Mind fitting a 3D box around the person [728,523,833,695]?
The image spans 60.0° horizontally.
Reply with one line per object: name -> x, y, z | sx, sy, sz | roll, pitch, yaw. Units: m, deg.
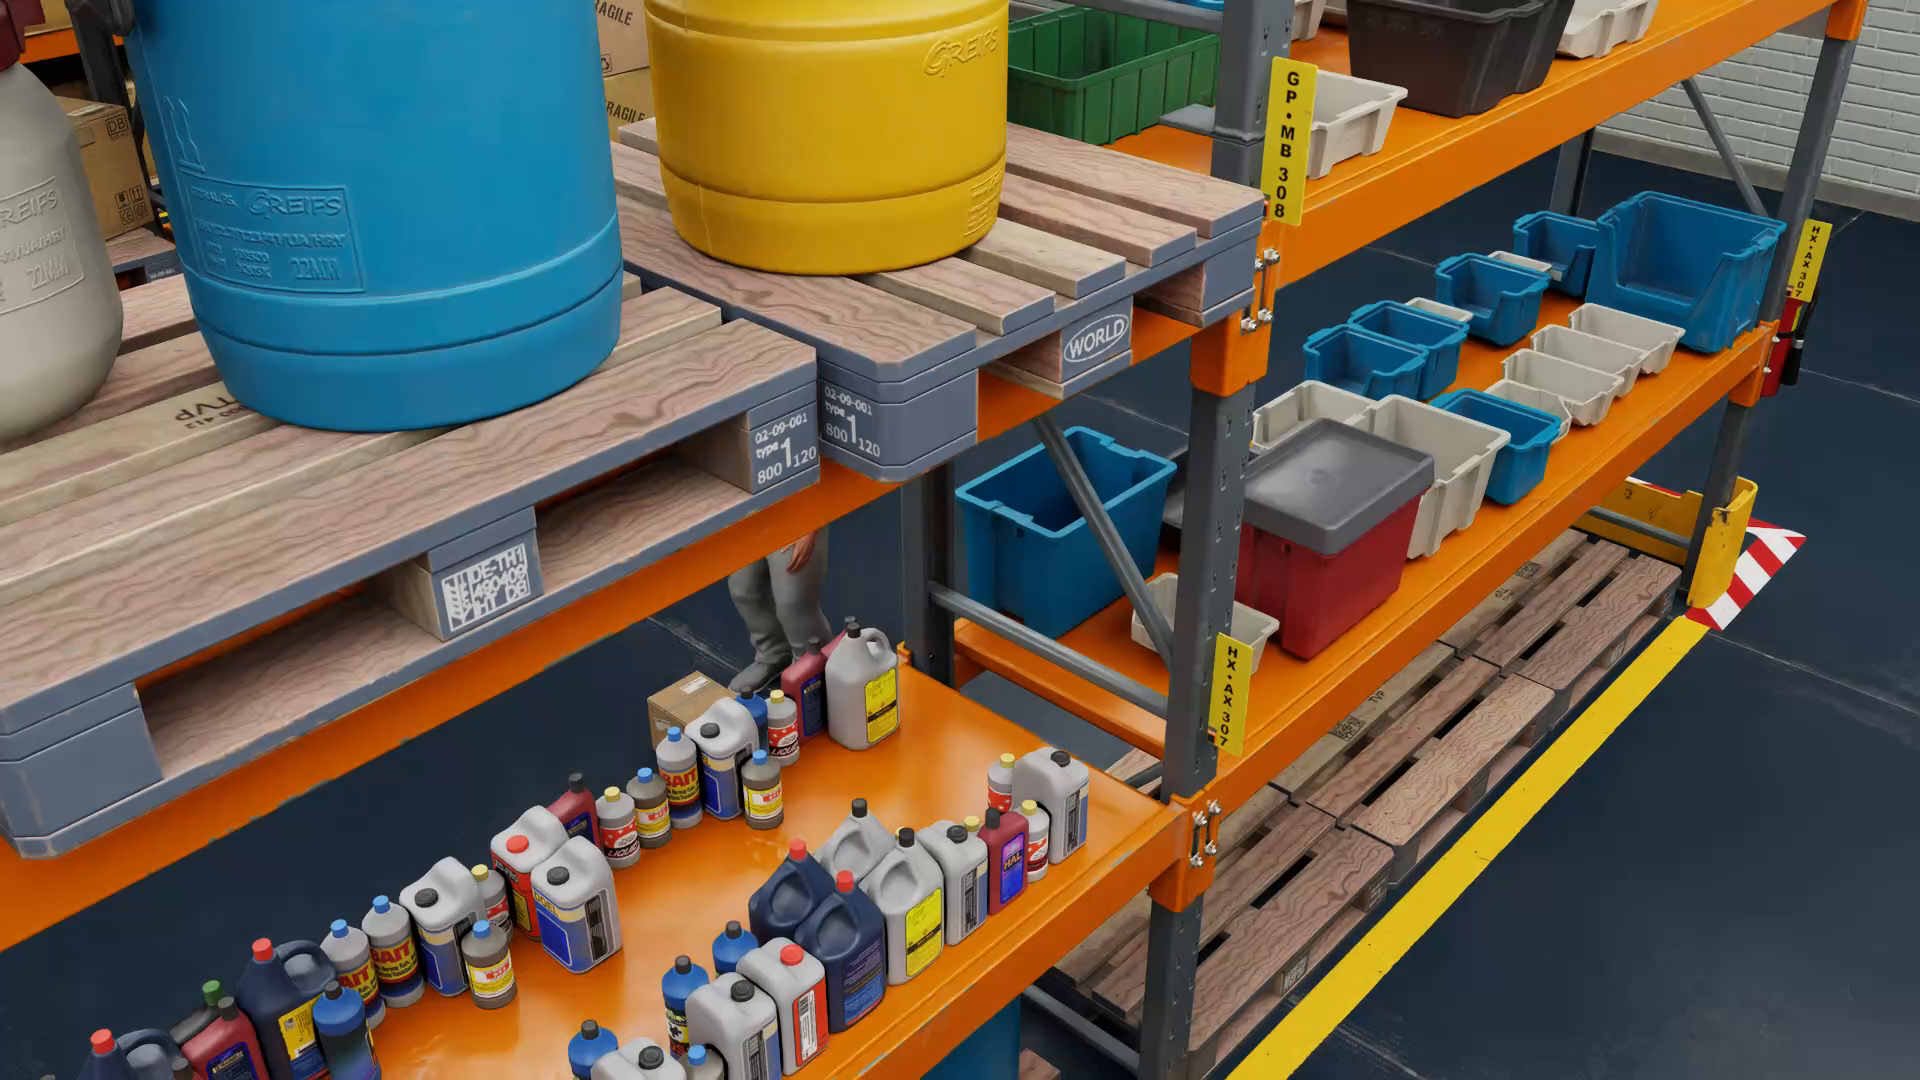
person -> -0.672, -0.109, 6.337 | 0.538, 1.731, 0.394 | 26, 40, 36
